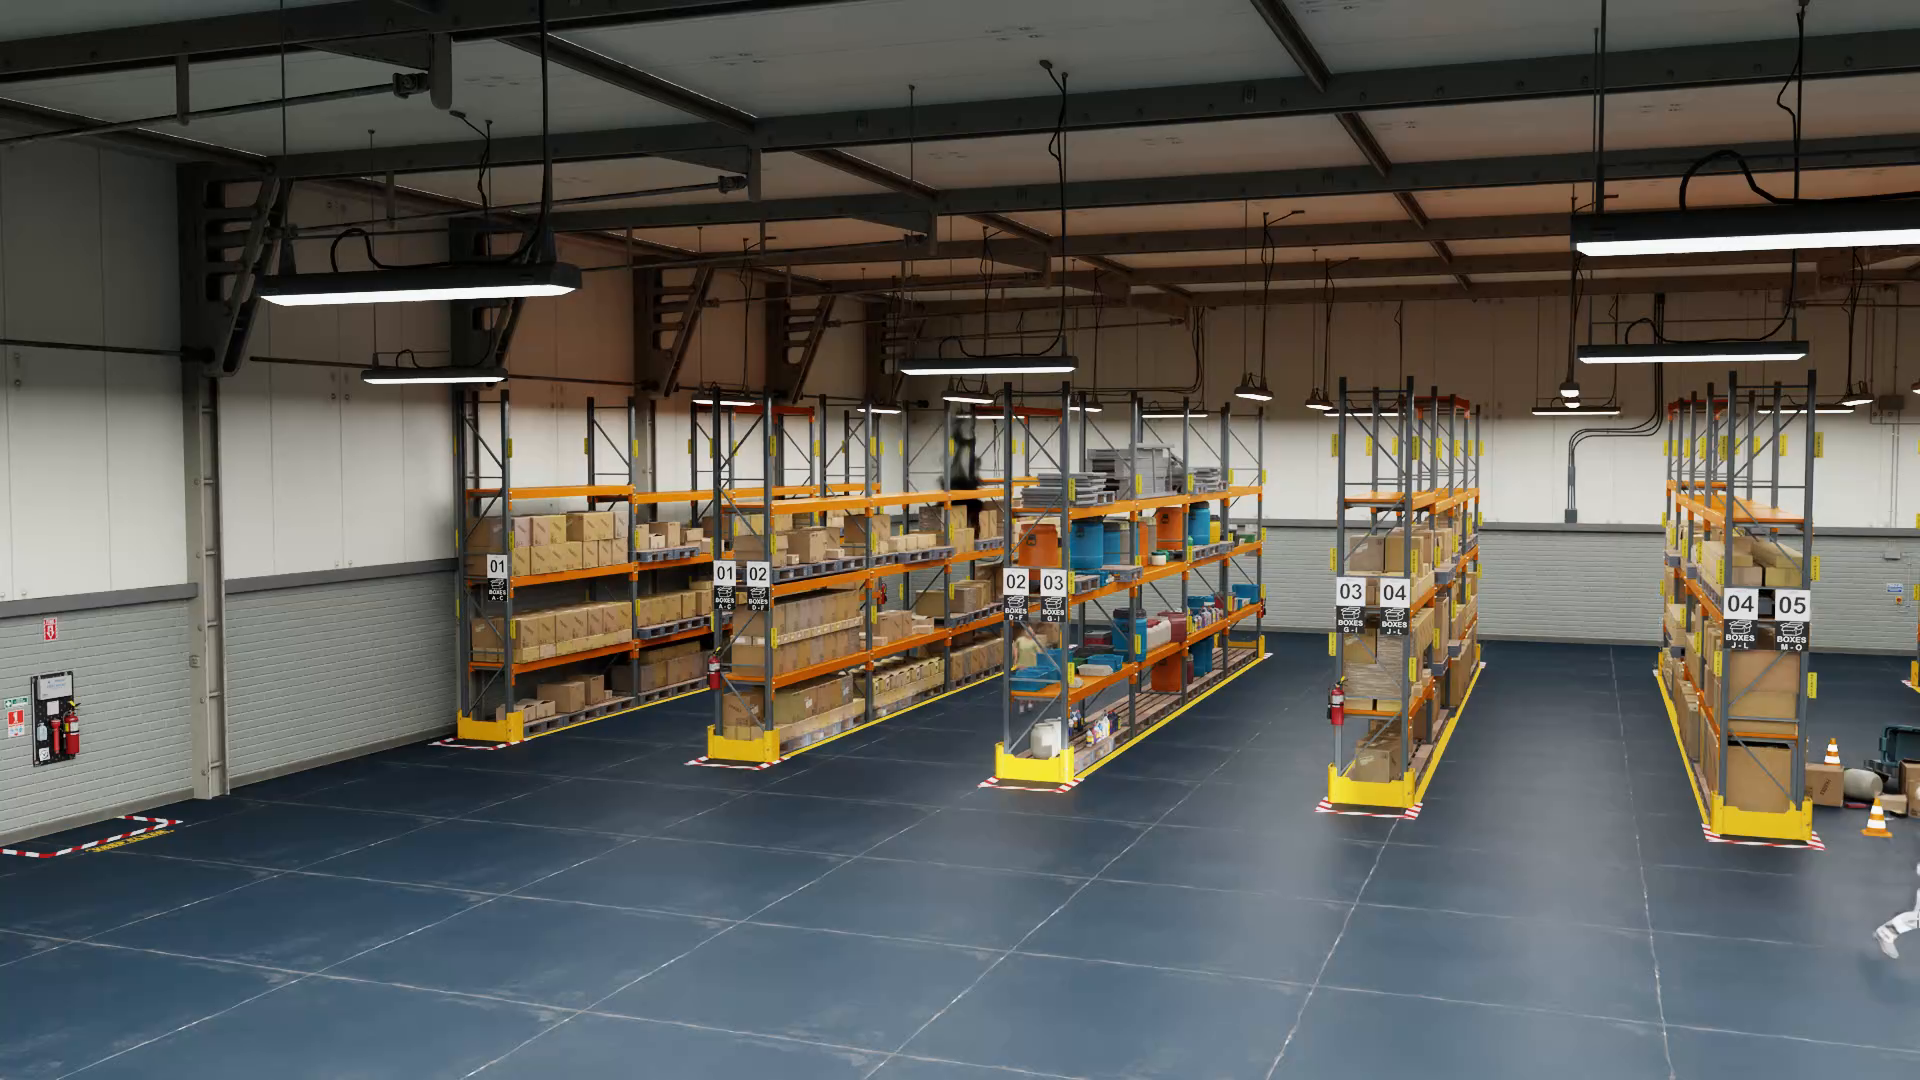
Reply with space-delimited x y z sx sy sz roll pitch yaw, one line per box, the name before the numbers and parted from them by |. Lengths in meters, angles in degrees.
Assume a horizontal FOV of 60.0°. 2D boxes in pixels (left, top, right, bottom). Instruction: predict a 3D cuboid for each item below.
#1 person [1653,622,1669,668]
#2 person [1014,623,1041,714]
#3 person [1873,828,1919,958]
person | 16.246 2.059 37.761 0.929 1.701 0.690 0 3 4
person | 1.278 2.432 31.535 0.544 1.708 0.708 0 3 7
person | 9.285 3.228 15.823 0.672 1.799 1.003 -2 4 -27
